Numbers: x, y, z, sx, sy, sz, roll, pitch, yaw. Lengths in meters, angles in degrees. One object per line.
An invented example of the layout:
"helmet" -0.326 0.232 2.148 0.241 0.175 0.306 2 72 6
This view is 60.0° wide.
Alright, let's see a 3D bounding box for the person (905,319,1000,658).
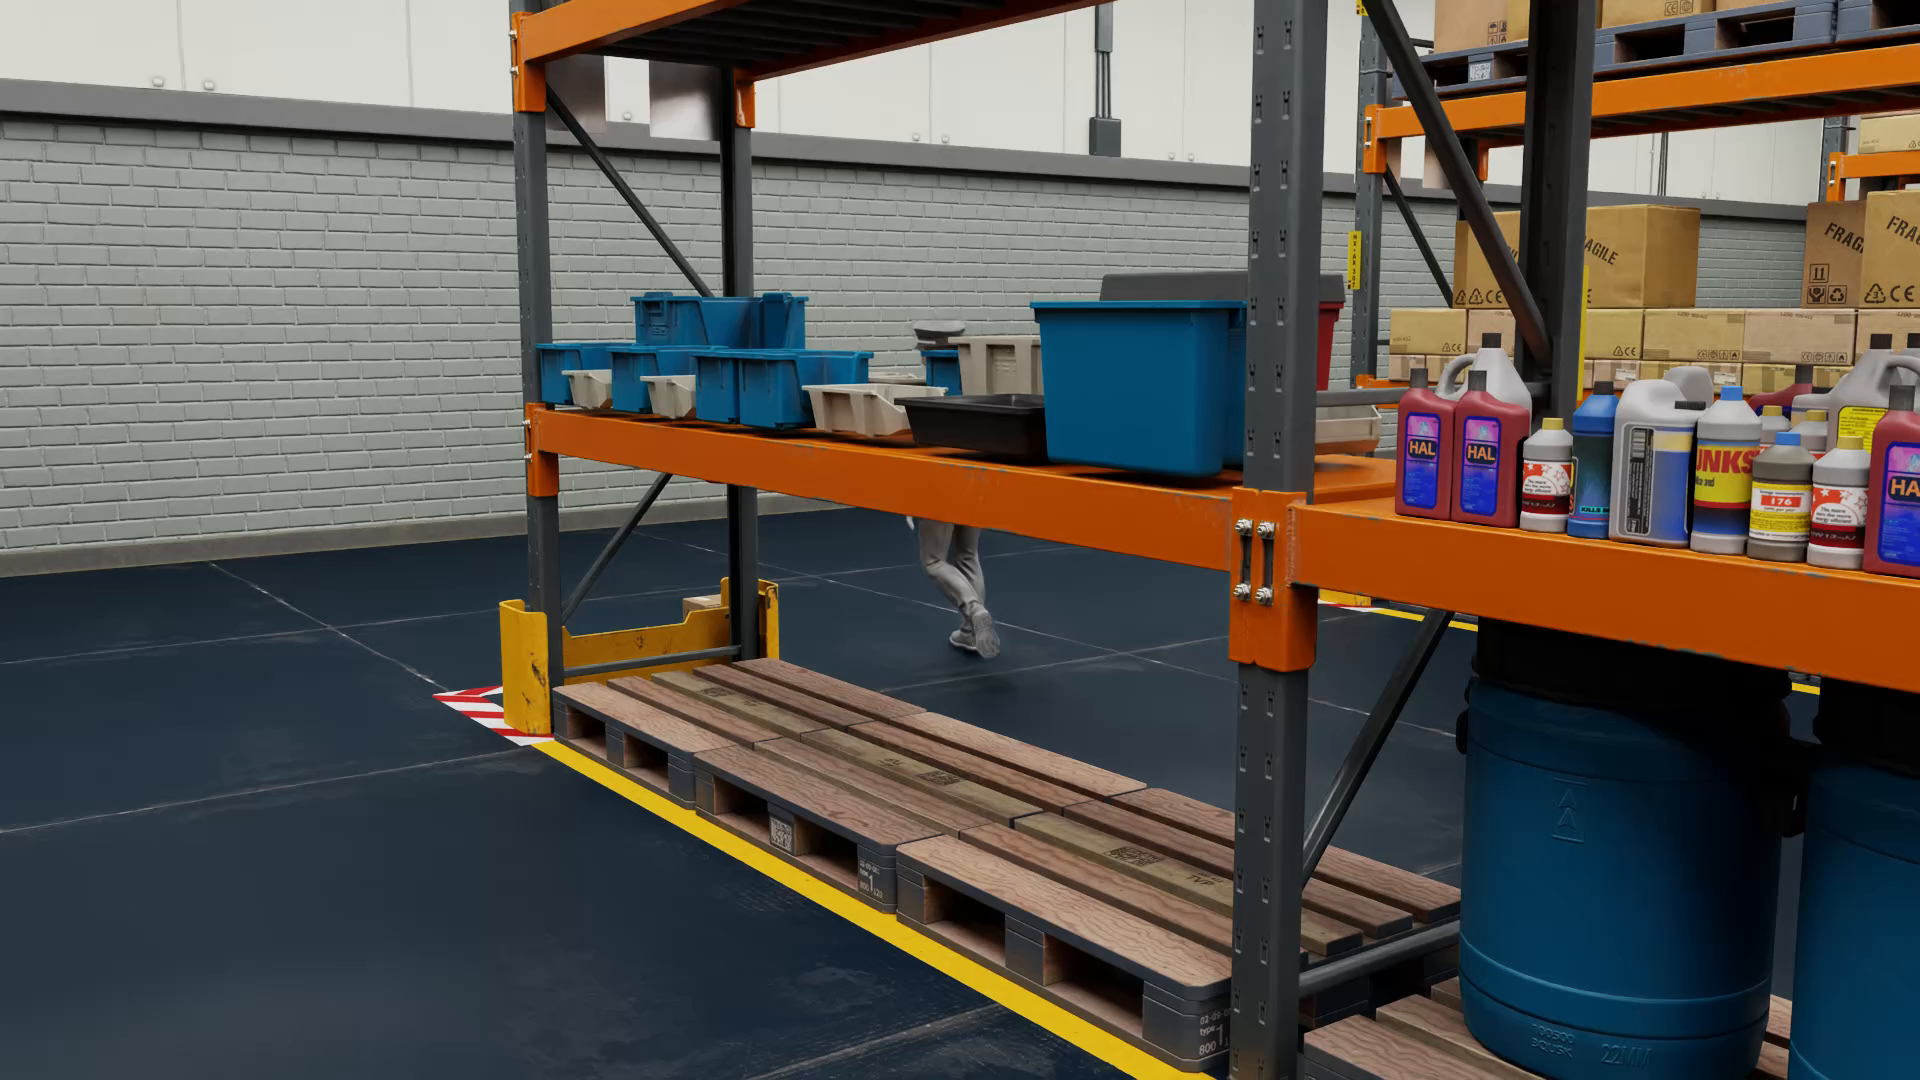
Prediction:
"person" -0.021 -0.234 7.955 0.535 1.626 0.682 -5 9 -30
